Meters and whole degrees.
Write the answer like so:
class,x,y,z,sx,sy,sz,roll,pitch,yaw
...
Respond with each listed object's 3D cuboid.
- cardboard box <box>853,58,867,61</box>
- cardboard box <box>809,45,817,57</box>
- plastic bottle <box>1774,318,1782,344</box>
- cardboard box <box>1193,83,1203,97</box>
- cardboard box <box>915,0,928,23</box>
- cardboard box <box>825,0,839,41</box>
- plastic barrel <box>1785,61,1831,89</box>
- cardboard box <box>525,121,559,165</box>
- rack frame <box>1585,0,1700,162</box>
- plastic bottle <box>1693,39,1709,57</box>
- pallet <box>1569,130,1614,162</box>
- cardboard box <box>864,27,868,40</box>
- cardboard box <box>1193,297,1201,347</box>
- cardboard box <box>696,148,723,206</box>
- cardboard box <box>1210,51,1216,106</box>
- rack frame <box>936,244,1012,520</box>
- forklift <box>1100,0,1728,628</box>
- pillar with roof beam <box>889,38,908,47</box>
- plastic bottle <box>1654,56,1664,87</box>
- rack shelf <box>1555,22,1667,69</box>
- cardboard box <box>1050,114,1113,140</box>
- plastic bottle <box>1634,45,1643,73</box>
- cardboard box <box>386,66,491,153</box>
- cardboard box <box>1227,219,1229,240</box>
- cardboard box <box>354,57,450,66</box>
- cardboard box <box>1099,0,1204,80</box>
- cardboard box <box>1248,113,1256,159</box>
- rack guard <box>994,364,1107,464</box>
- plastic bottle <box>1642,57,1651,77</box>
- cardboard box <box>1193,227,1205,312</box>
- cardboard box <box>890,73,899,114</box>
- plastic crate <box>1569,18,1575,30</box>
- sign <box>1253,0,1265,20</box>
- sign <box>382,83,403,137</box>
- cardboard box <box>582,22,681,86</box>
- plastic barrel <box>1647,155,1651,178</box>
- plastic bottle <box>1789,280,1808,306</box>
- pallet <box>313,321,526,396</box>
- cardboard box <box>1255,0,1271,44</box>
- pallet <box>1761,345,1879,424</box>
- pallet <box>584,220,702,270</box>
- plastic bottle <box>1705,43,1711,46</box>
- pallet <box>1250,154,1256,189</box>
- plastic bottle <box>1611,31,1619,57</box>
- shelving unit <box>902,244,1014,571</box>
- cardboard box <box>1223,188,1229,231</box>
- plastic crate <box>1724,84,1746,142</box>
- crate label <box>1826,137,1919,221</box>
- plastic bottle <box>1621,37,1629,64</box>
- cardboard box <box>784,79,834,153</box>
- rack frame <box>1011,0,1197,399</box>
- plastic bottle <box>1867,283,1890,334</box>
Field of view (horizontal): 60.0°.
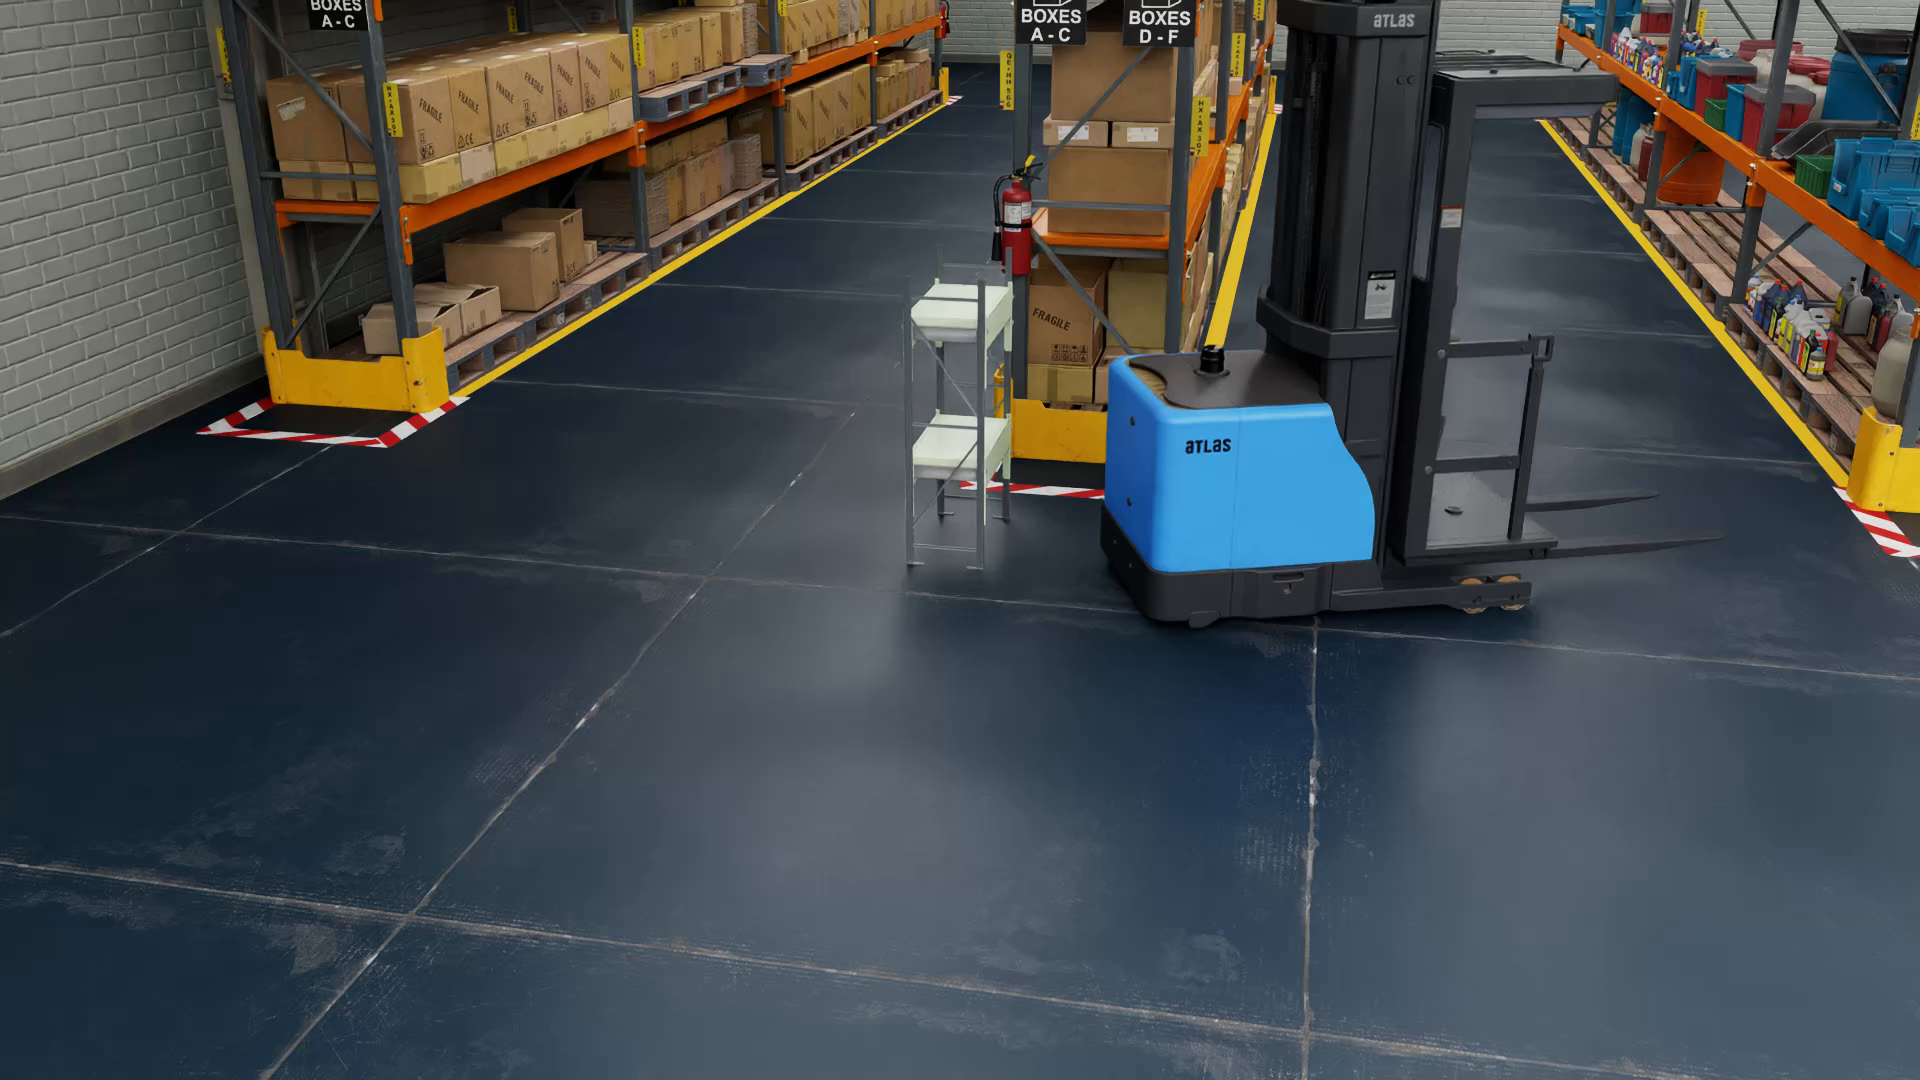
class,x,y,z,sx,sy,sz,roll,pitch,yaw
cardboard box,-1.355,-6.635,23.229,0.380,0.149,0.250,5,22,11
cardboard box,-1.882,-5.695,19.288,0.380,0.149,0.250,5,22,12
plastic bottle,5.781,-1.480,11.671,0.097,0.201,0.097,0,22,0
cardboard box,1.465,-3.057,11.428,0.380,0.149,0.250,5,23,13
cardboard box,-1.011,-7.837,23.897,0.980,0.700,0.700,4,22,10
cardboard box,-1.745,-6.142,19.529,0.500,0.500,0.500,5,22,12
plastic barrel,7.031,-3.673,13.777,0.433,0.535,0.433,0,22,0
cardboard box,-3.326,-2.956,12.353,0.500,0.250,0.500,5,22,11
rack frame,8.103,-5.934,19.573,1.000,3.000,0.127,4,22,11
plastic bottle,7.835,-5.110,17.592,0.144,0.351,0.185,4,22,11
pallet,8.216,-4.913,20.769,1.003,0.211,1.213,4,22,11
cardboard box,-1.387,-6.437,21.131,0.380,0.149,0.250,5,22,11
cardboard box,1.441,-1.572,11.859,0.500,0.250,0.500,4,22,11
cardboard box,-2.800,-3.640,16.635,0.700,0.500,0.500,4,22,11
cardboard box,2.005,-4.089,14.858,0.500,0.500,0.500,4,22,11
rack frame,0.073,-0.827,8.900,0.400,1.500,0.023,4,22,11
forklift,2.289,-1.197,7.902,3.031,2.935,1.130,-4,22,-9
pillar with roof beam,3.140,-11.660,25.761,9.100,9.000,0.400,4,22,11
plastic bottle,6.999,-4.682,16.620,0.061,0.283,0.133,4,22,11
rack shelf,8.512,-6.332,21.524,1.077,0.370,4.000,4,22,11
cardboard box,0.750,-2.522,10.098,0.380,0.149,0.250,5,22,12
plastic bottle,7.250,-5.132,17.738,0.061,0.283,0.133,4,22,11
cardboard box,-3.542,-2.920,11.259,0.500,0.500,0.500,5,22,11
cardboard box,2.156,-2.812,14.939,0.500,0.250,0.500,4,22,9
cardboard box,-3.942,-3.150,11.829,0.500,0.500,0.500,4,22,9
cardboard box,1.334,-3.505,11.670,0.700,0.500,0.500,4,22,11
cardboard box,3.122,-4.606,19.032,0.500,0.500,0.500,4,22,9
rack guard,0.802,-0.756,10.062,1.175,0.500,0.348,4,22,11
plastic bottle,7.180,-4.934,17.356,0.097,0.201,0.097,0,22,0
cardboard box,1.442,-1.919,11.719,0.500,0.500,0.500,4,22,11
cardboard box,-1.236,-6.174,22.952,0.700,0.500,0.500,4,22,10
plastic crate,8.262,-6.878,22.190,0.250,0.136,0.298,4,22,11
sign,2.983,-5.346,16.563,0.100,0.325,0.005,4,22,11
sign,-3.513,-2.661,10.287,0.100,0.325,0.005,4,22,11
cardboard box,-2.969,-4.402,15.045,0.700,0.500,0.500,7,23,16
plastic barrel,7.398,-3.906,17.304,0.421,0.512,0.421,0,22,0
plastic bottle,6.041,-1.709,12.039,0.144,0.351,0.185,4,22,11
pallet,-3.828,-1.330,11.872,1.003,0.211,1.213,4,22,11
cardboard box,3.626,-6.525,20.907,0.500,0.500,0.500,5,22,12
pallet,6.046,-1.025,11.116,1.003,0.211,1.213,4,22,11
pallet,-3.070,-2.755,15.412,1.003,0.211,1.213,4,22,11
plastic bottle,8.087,-5.256,18.055,0.152,0.276,0.135,4,22,11
pallet,2.879,-4.272,19.178,1.003,0.211,1.213,4,22,11
plastic bottle,7.584,-5.730,19.221,0.061,0.283,0.133,4,22,11
shelving unit,-0.001,-0.693,8.567,0.431,1.500,0.755,4,22,11
cardboard box,2.058,-2.882,14.362,0.500,0.311,0.500,4,22,10
plastic crate,6.392,-3.428,13.372,0.392,0.384,0.575,4,22,11
crate label,5.766,-2.256,10.392,0.502,0.435,0.616,4,22,11
plastic bottle,7.430,-5.454,18.536,0.061,0.283,0.133,4,22,11
cardboard box,-1.948,-5.003,19.576,0.750,0.750,0.750,4,22,11
rack frame,0.806,-1.925,9.617,1.000,3.000,0.127,4,22,11
plastic bottle,6.583,-1.656,11.907,0.144,0.351,0.185,3,22,8
